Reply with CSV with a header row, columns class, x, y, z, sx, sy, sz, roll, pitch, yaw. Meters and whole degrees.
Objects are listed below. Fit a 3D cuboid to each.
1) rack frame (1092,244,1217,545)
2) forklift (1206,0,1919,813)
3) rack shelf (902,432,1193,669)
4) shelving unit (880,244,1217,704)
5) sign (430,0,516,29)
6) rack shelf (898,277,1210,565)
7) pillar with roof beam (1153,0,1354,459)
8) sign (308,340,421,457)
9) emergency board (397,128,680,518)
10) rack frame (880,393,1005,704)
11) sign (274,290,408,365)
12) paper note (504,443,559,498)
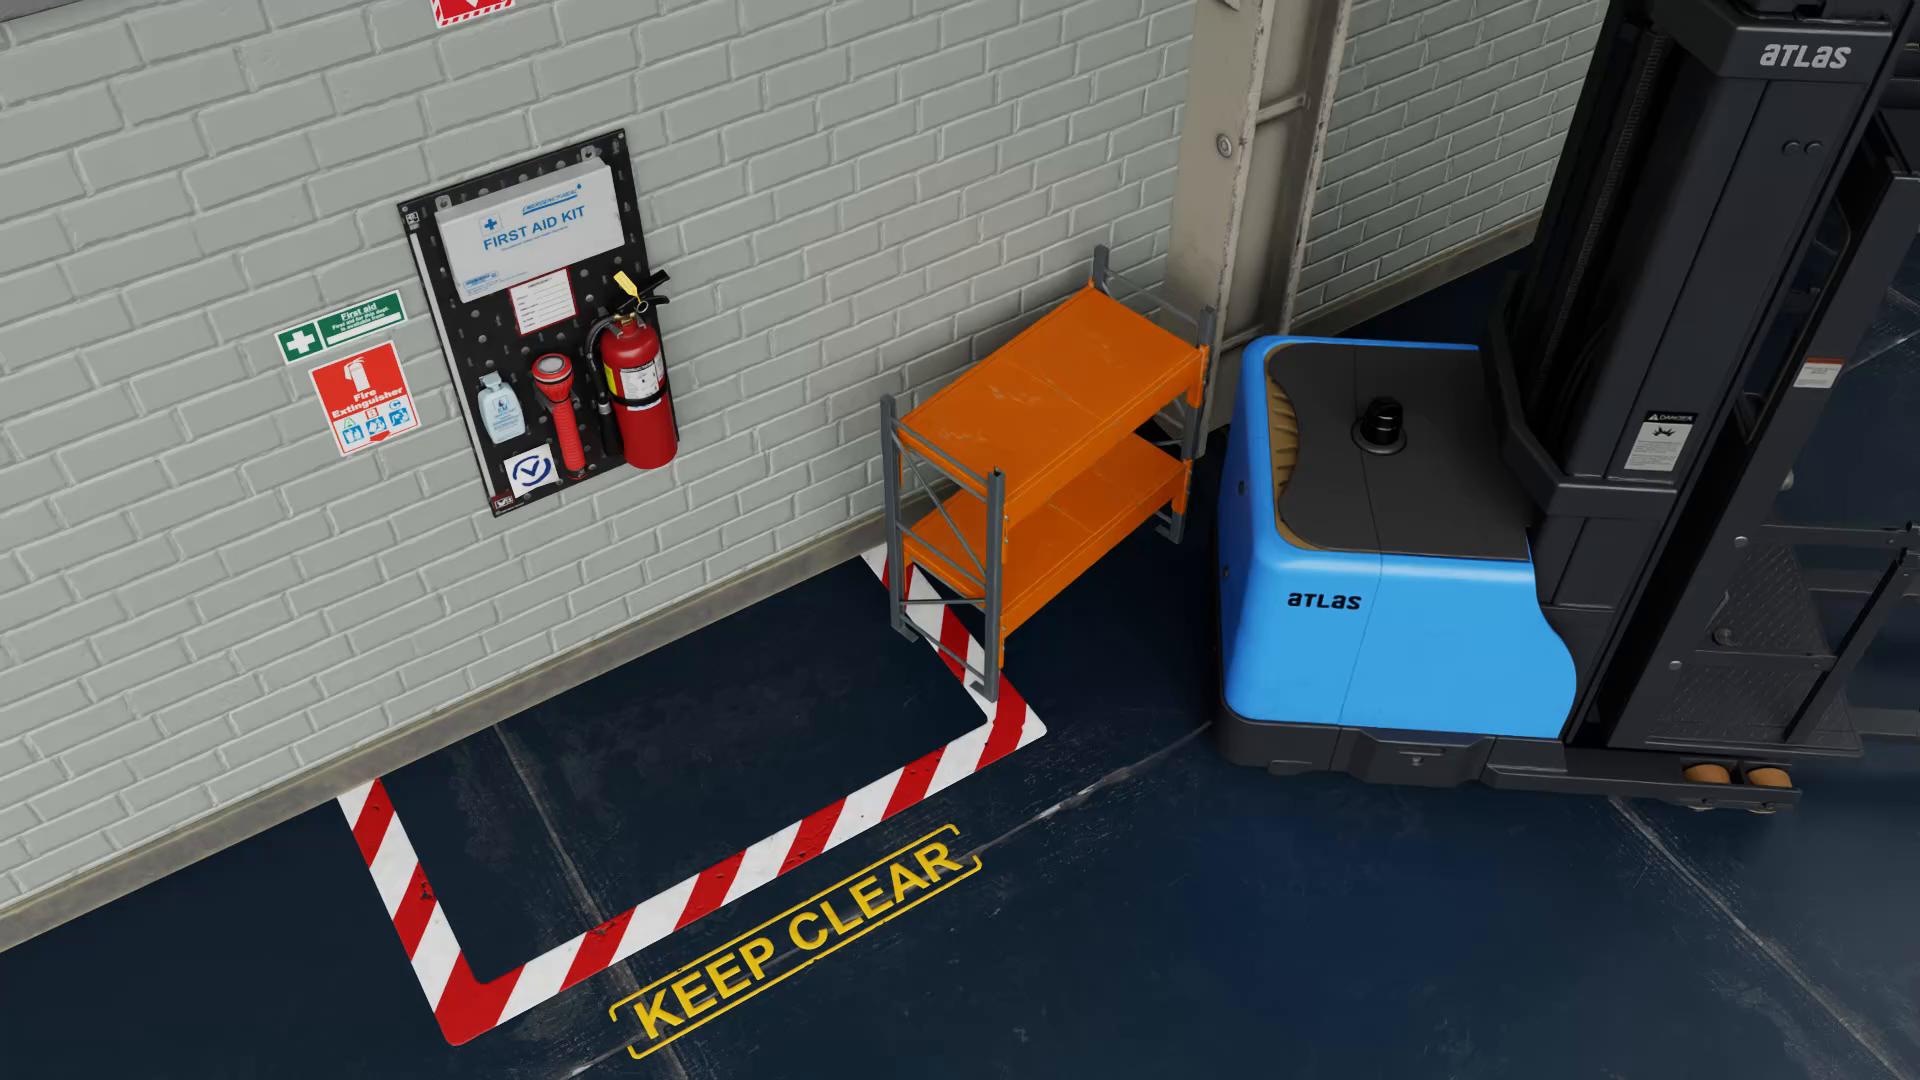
class,x,y,z,sx,sy,sz,roll,pitch,yaw
rack frame,0.646,-0.493,5.936,0.500,1.125,0.032,36,57,27
forklift,2.385,-0.494,4.727,3.031,2.935,1.130,3,48,3
rack shelf,0.294,-0.056,5.874,0.538,0.278,1.000,36,57,27
shelving unit,0.294,-0.219,5.692,0.538,1.125,1.048,36,57,27
sign,-1.165,-1.360,3.900,0.199,0.298,0.001,-25,53,-21
rack shelf,0.294,-0.413,5.473,0.538,0.278,1.000,36,57,27
pillar with roof beam,3.302,-0.766,0.906,0.400,9.000,9.100,-25,53,-21
sign,-1.628,-0.386,4.561,0.234,0.329,0.001,-25,53,-21
emergency board,-1.105,-0.529,4.713,0.643,1.169,0.194,-25,53,-21
rack frame,-0.057,0.056,5.447,0.500,1.125,0.032,36,57,27
sign,-1.619,-0.558,4.360,0.331,0.109,0.001,-25,53,-21
paper note,-1.292,-0.209,5.018,0.142,0.148,0.016,-25,53,-21
